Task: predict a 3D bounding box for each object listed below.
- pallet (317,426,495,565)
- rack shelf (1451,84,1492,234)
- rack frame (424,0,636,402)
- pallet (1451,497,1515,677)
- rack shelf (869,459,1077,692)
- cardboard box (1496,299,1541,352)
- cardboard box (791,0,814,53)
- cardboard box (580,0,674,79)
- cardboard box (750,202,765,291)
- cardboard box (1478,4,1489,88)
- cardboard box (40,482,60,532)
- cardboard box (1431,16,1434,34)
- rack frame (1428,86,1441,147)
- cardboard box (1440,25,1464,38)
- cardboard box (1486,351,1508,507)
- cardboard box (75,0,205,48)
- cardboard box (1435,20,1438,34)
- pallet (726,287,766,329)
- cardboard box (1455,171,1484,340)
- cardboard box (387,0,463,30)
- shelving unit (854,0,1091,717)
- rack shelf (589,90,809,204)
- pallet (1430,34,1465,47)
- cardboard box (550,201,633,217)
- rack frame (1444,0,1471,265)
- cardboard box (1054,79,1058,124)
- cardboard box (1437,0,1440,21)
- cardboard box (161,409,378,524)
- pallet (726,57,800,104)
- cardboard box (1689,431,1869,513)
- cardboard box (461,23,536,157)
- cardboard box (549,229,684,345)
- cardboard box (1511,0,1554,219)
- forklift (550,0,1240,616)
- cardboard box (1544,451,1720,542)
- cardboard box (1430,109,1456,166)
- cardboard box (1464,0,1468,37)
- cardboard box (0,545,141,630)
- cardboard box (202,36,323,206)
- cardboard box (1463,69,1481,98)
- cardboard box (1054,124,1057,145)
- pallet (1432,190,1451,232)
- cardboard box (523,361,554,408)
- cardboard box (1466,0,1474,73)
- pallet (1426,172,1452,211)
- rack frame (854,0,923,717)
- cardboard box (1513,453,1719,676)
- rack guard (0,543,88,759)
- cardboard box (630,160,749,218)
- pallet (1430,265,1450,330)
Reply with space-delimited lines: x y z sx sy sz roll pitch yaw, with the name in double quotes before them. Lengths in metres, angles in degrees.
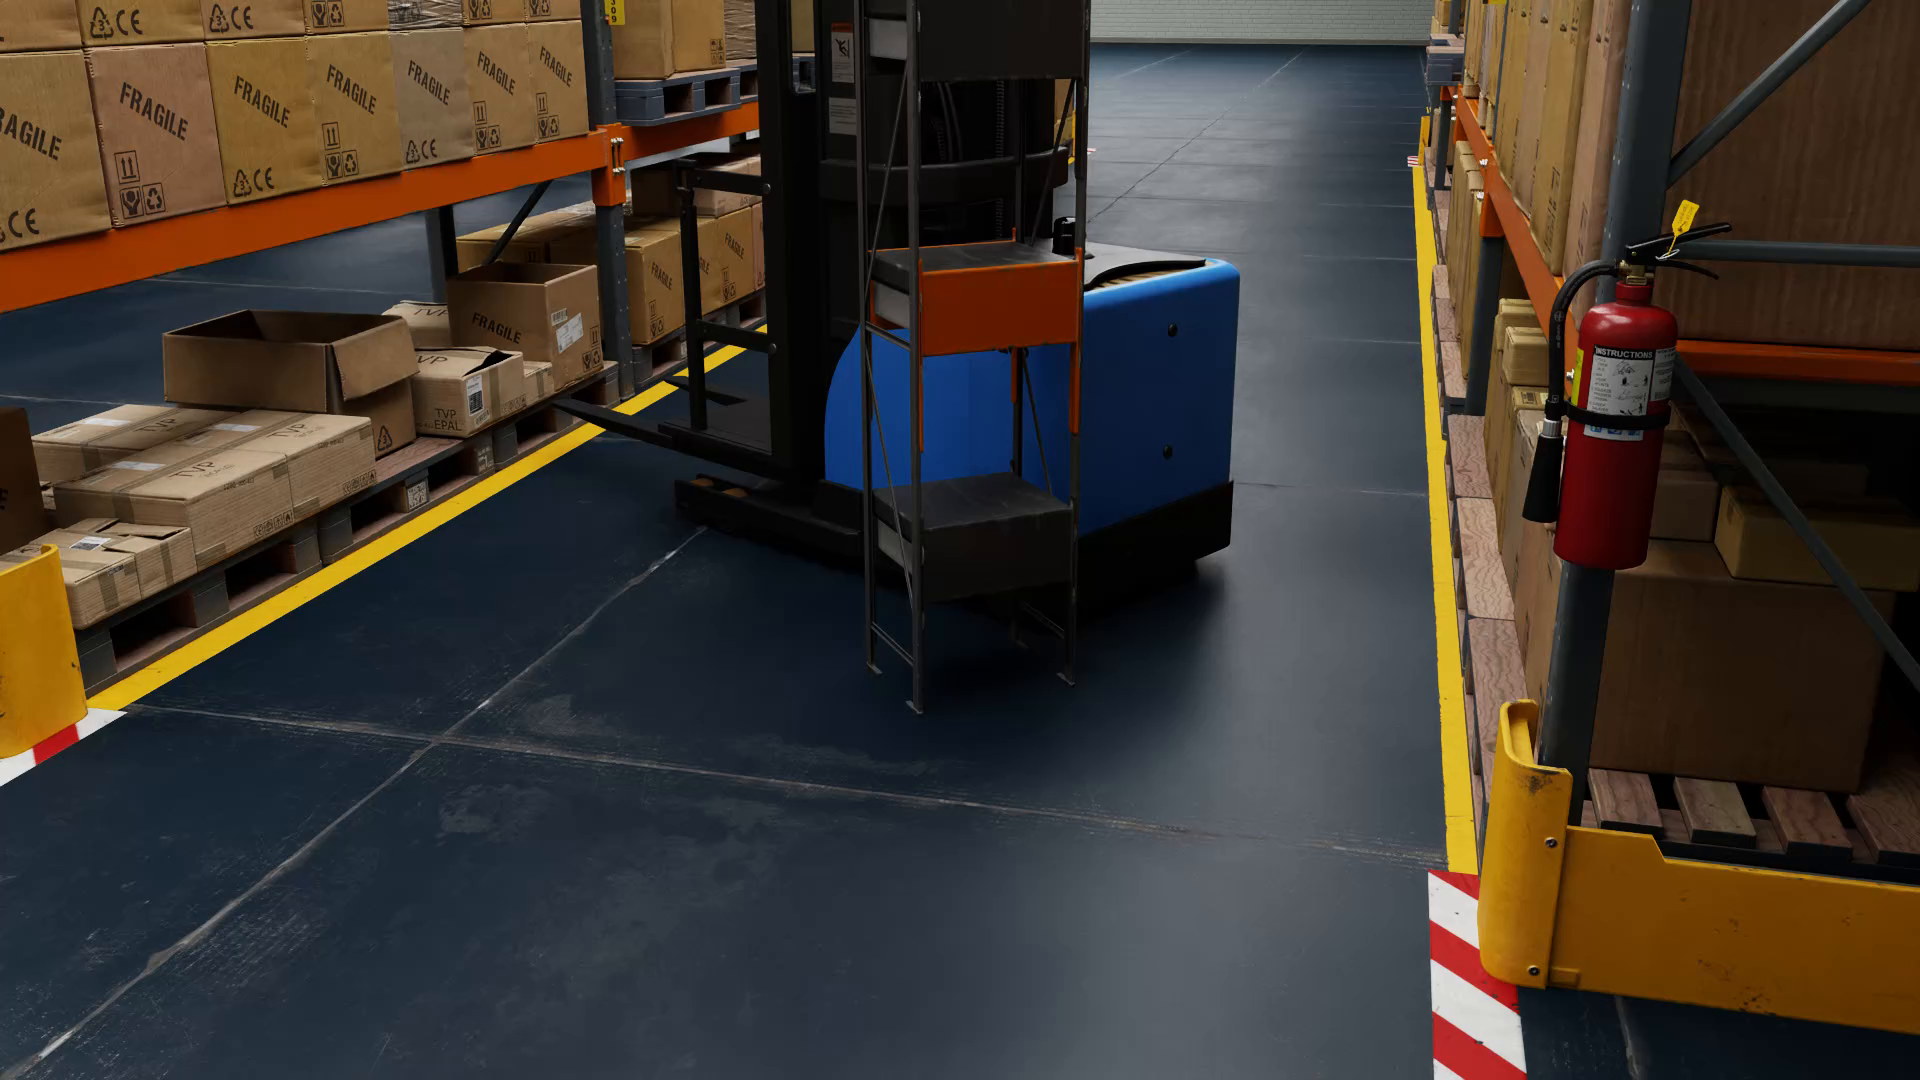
"pallet" -2.581 -0.236 6.554 1.003 0.211 1.213 5 19 13
"rack shelf" 3.177 -2.051 8.666 1.077 0.370 4.000 5 19 13
"rack frame" -2.117 -2.155 7.856 1.000 3.000 0.127 5 19 13
"pallet" 2.130 0.170 5.362 1.003 0.211 1.213 5 19 13
"rack shelf" 0.027 0.091 4.881 0.480 0.518 0.431 -8 21 -23
"cardboard box" 2.145 -0.768 6.011 0.380 0.149 0.250 5 20 15
"cardboard box" -1.184 -3.448 10.839 0.700 0.500 0.500 -2 19 -5
"cardboard box" -1.784 -2.532 8.155 0.700 0.500 0.500 -2 19 -5
"cardboard box" -1.389 -1.795 9.989 0.500 0.500 0.500 4 19 11
"cardboard box" 2.802 -2.445 8.058 0.500 0.500 0.500 5 19 13
"cardboard box" -3.014 -0.078 5.479 0.380 0.166 0.250 5 19 13
"cardboard box" 5.193 -5.337 17.372 0.500 0.250 0.500 4 19 12
"rack frame" 5.620 -5.526 17.726 1.000 3.000 0.127 5 19 13
"cardboard box" 4.464 -4.383 14.581 0.500 0.250 0.500 5 19 14
"cardboard box" 2.280 -0.397 5.927 0.700 0.500 0.500 4 19 13
"cardboard box" -2.609 -1.704 4.835 0.500 0.500 0.500 5 19 14
"cardboard box" 4.824 -4.855 15.963 0.500 0.250 0.500 5 19 14
"pallet" -1.658 -1.477 10.185 1.003 0.211 1.213 5 19 13
"cardboard box" 2.935 -1.439 8.437 0.750 0.750 0.750 5 20 15
"cardboard box" -2.235 -2.178 6.221 0.500 0.500 0.500 5 19 14
"shelving unit" 0.027 -0.584 4.650 0.503 2.100 0.431 -8 21 -23
"rack shelf" -1.628 -2.441 9.808 1.077 0.370 4.000 5 19 13
"pallet" 4.315 -3.954 13.419 1.003 0.211 1.213 5 19 13
"cardboard box" -2.022 -1.669 9.620 0.500 0.500 0.500 5 19 14
"rack frame" 3.665 -3.019 10.385 1.000 3.000 0.127 5 19 13
"cardboard box" 0.743 -4.662 17.641 0.500 0.500 0.500 5 19 13
"cardboard box" 4.708 -5.052 15.379 0.500 0.500 0.500 4 19 12
"cardboard box" -2.442 -0.270 5.910 0.500 0.250 0.500 5 19 13
"pallet" -1.610 -2.708 9.772 1.003 0.211 1.213 5 19 13
"cardboard box" 2.071 -0.165 4.244 0.380 0.149 0.250 5 19 14
"cardboard box" -2.115 -1.864 6.848 0.500 0.500 0.500 5 20 15
"cardboard box" -1.762 -1.313 8.576 0.500 0.500 0.500 4 19 11
"cardboard box" 2.188 -1.281 4.833 0.980 0.700 0.700 4 19 11
"forklift" -0.456 -1.524 6.116 3.031 2.935 1.130 17 25 40
"cardboard box" 1.639 -0.116 4.100 0.380 0.149 0.250 4 19 13
"cardboard box" 4.996 -3.937 16.260 0.700 0.500 0.500 3 19 10
"cardboard box" 4.342 -4.196 12.998 0.700 0.500 0.500 7 20 19
"cardboard box" -2.658 0.136 4.880 0.380 0.149 0.250 5 19 13
"cardboard box" -2.483 -1.386 5.450 0.500 0.500 0.500 5 19 13
"cardboard box" 3.143 -2.669 9.720 0.380 0.149 0.250 5 20 15
"cardboard box" 0.740 -4.308 17.763 0.500 0.250 0.500 5 19 13
"pallet" 4.454 -2.709 13.791 1.003 0.211 1.213 5 19 13
"cardboard box" -2.014 -0.691 7.299 0.380 0.149 0.250 5 19 13
"cardboard box" 3.161 -2.921 9.452 0.500 0.500 0.500 5 20 15
"pallet" 4.772 -3.166 15.130 1.003 0.211 1.213 5 19 13
"rack frame" -0.195 -0.552 4.555 0.015 2.100 0.400 -8 21 -23
"cardboard box" 1.907 0.089 4.504 0.700 0.500 0.500 5 19 13
"rack guard" -3.075 0.258 4.659 1.175 0.500 0.348 5 19 13
"cardboard box" -1.518 -1.981 9.373 0.500 0.250 0.500 5 19 13
"pallet" 3.399 -1.458 10.129 1.003 0.211 1.213 5 19 13
